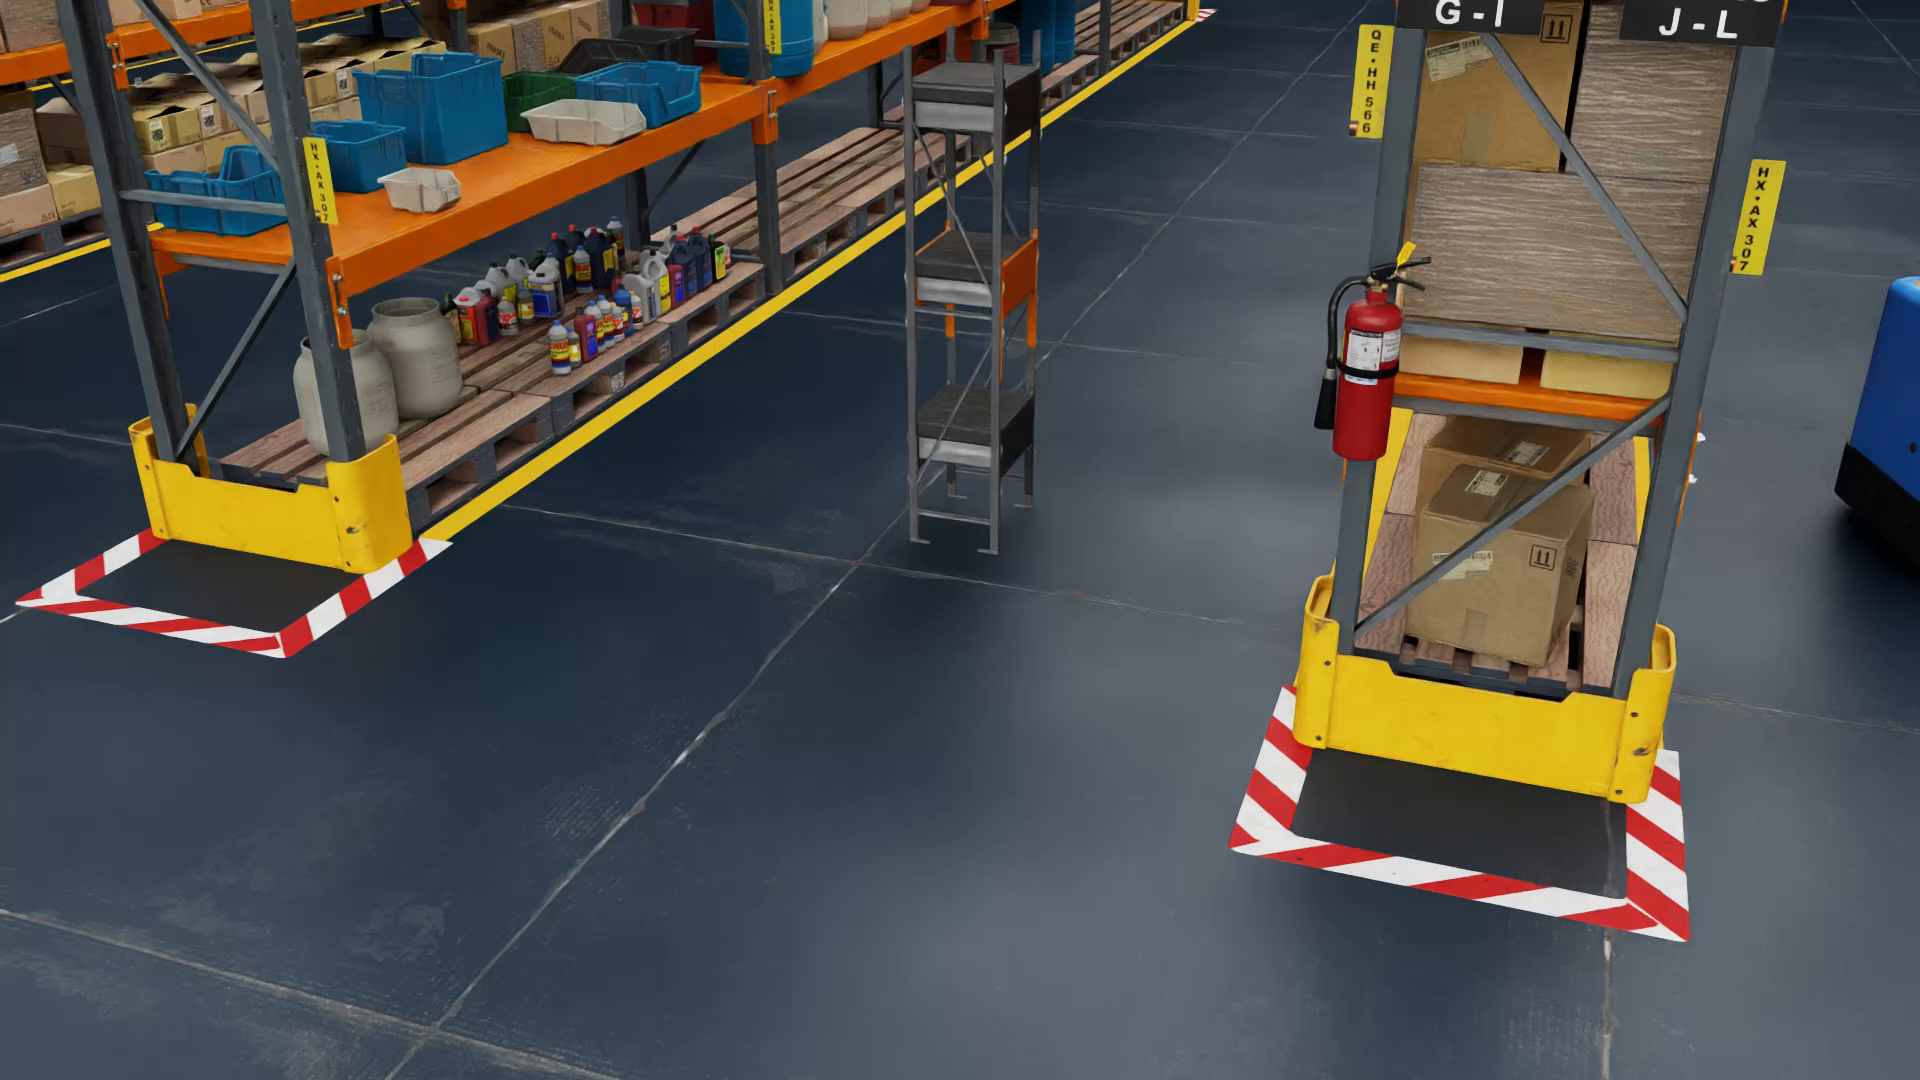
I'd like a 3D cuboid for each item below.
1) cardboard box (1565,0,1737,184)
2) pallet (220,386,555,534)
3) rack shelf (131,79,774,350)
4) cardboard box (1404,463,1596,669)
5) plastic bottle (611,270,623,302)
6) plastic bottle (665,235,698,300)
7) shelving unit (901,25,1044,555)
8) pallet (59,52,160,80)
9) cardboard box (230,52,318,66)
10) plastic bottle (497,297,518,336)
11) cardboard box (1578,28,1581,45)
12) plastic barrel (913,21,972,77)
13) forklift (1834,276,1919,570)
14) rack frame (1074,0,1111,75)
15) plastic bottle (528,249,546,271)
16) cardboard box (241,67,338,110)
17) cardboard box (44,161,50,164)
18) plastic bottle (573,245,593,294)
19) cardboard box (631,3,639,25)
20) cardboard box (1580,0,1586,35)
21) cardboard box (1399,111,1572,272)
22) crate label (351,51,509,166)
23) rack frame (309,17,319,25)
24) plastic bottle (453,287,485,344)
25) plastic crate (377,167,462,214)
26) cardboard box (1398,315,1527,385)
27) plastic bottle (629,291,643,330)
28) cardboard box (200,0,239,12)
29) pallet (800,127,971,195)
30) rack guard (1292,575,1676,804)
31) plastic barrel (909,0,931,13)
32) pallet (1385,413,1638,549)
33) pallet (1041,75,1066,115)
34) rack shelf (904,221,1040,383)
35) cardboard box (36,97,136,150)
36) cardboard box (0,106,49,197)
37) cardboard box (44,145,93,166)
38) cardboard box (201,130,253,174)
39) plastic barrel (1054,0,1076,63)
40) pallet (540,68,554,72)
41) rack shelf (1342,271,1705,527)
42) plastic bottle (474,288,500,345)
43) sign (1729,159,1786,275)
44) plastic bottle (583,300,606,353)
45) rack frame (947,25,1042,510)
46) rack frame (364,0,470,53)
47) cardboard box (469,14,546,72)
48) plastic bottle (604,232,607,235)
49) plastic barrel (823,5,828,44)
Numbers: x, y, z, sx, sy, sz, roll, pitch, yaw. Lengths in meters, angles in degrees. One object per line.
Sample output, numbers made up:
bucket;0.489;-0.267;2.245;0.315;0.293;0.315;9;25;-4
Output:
cardboard box;2.171;-1.414;5.126;0.500;0.500;0.500;9;27;17
pallet;-2.683;-0.433;7.903;1.003;0.211;1.213;9;27;17
rack shelf;-2.274;-1.815;8.383;1.077;0.370;4.000;9;27;17
cardboard box;1.955;0.083;6.023;0.500;0.500;0.500;14;29;27
plastic bottle;-1.881;-1.367;9.244;0.061;0.283;0.133;9;27;17
plastic bottle;-1.615;-1.582;9.609;0.144;0.351;0.185;7;27;15
shelving unit;0.055;-1.013;6.933;0.431;2.100;0.503;9;27;17
pallet;-9.286;-5.100;17.540;1.003;0.211;1.213;9;27;17
cardboard box;-5.737;-3.930;13.954;0.500;0.311;0.500;8;27;16
plastic bottle;-2.462;-1.220;9.035;0.097;0.201;0.097;0;26;0
cardboard box;2.655;-2.045;7.576;0.875;0.500;0.500;9;27;17
plastic barrel;-0.130;-4.021;14.120;0.600;0.830;0.708;9;27;17
forklift;5.463;-1.263;6.496;3.031;2.935;1.130;1;26;1
rack frame;1.054;-6.249;16.714;1.000;3.000;0.127;9;27;17
plastic bottle;-2.425;-1.526;9.571;0.061;0.283;0.133;10;28;20
cardboard box;-5.395;-3.650;13.377;0.500;0.311;0.500;10;27;19
cardboard box;-6.718;-2.486;11.615;0.500;0.250;0.500;9;27;17
plastic bottle;-2.203;-1.582;9.702;0.097;0.271;0.097;0;26;0
cardboard box;-3.682;-5.595;17.728;0.500;0.500;0.500;9;27;18
cardboard box;3.007;-2.441;7.247;0.500;0.500;0.500;9;27;17
cardboard box;1.994;-1.223;5.877;0.875;0.500;0.500;9;27;17
crate label;-2.582;-2.129;8.164;0.502;0.435;0.616;9;27;17
rack frame;-8.288;-7.685;19.681;1.000;3.000;0.127;9;27;17
plastic bottle;-2.632;-1.207;8.922;0.152;0.276;0.135;9;27;18
plastic crate;-2.338;-1.520;7.249;0.298;0.136;0.250;9;27;17
cardboard box;1.632;-0.633;5.404;0.380;0.149;0.250;9;27;17
plastic bottle;-1.793;-1.263;9.122;0.097;0.201;0.097;0;26;0
cardboard box;-5.832;-4.256;12.483;0.500;0.500;0.500;11;28;21
pallet;-0.572;-3.037;13.280;1.003;0.211;1.213;9;27;17
rack guard;1.757;0.495;5.654;1.175;0.500;0.348;9;27;17
plastic barrel;-0.418;-4.201;12.357;0.421;0.512;0.421;0;26;0
pallet;2.468;-0.204;7.428;1.003;0.211;1.213;9;27;17
pallet;0.354;-4.179;15.640;1.003;0.211;1.213;9;27;17
rack shelf;0.055;-1.001;6.939;0.431;0.518;0.480;9;27;17
cardboard box;-6.414;-3.093;12.225;0.500;0.311;0.500;9;27;17
cardboard box;-6.404;-2.544;10.875;0.500;0.500;0.500;9;27;17
cardboard box;-6.413;-2.845;12.357;0.500;0.250;0.500;8;27;17
cardboard box;-5.739;-2.972;12.620;0.500;0.250;0.500;9;27;19
plastic barrel;0.857;-5.272;16.623;0.600;0.901;0.708;9;27;17
pallet;-4.663;-4.371;16.035;1.003;0.211;1.213;9;27;17
rack shelf;2.397;-1.097;6.899;1.077;0.370;4.000;9;27;17
plastic bottle;-2.531;-1.195;8.889;0.061;0.283;0.133;9;27;17
sign;2.243;-0.910;4.694;0.100;0.325;0.005;9;27;17
plastic bottle;-1.928;-1.128;8.764;0.097;0.271;0.097;0;26;0
rack frame;0.136;-1.113;7.140;0.400;2.100;0.015;9;27;17
rack frame;-4.947;-5.325;14.805;1.000;3.000;0.127;9;27;17
cardboard box;-4.357;-4.759;16.001;0.500;0.500;0.500;8;27;16
plastic bottle;-2.161;-1.790;10.212;0.097;0.201;0.097;0;26;0
plastic barrel;-1.023;-3.420;11.031;0.301;0.262;0.301;0;26;0
